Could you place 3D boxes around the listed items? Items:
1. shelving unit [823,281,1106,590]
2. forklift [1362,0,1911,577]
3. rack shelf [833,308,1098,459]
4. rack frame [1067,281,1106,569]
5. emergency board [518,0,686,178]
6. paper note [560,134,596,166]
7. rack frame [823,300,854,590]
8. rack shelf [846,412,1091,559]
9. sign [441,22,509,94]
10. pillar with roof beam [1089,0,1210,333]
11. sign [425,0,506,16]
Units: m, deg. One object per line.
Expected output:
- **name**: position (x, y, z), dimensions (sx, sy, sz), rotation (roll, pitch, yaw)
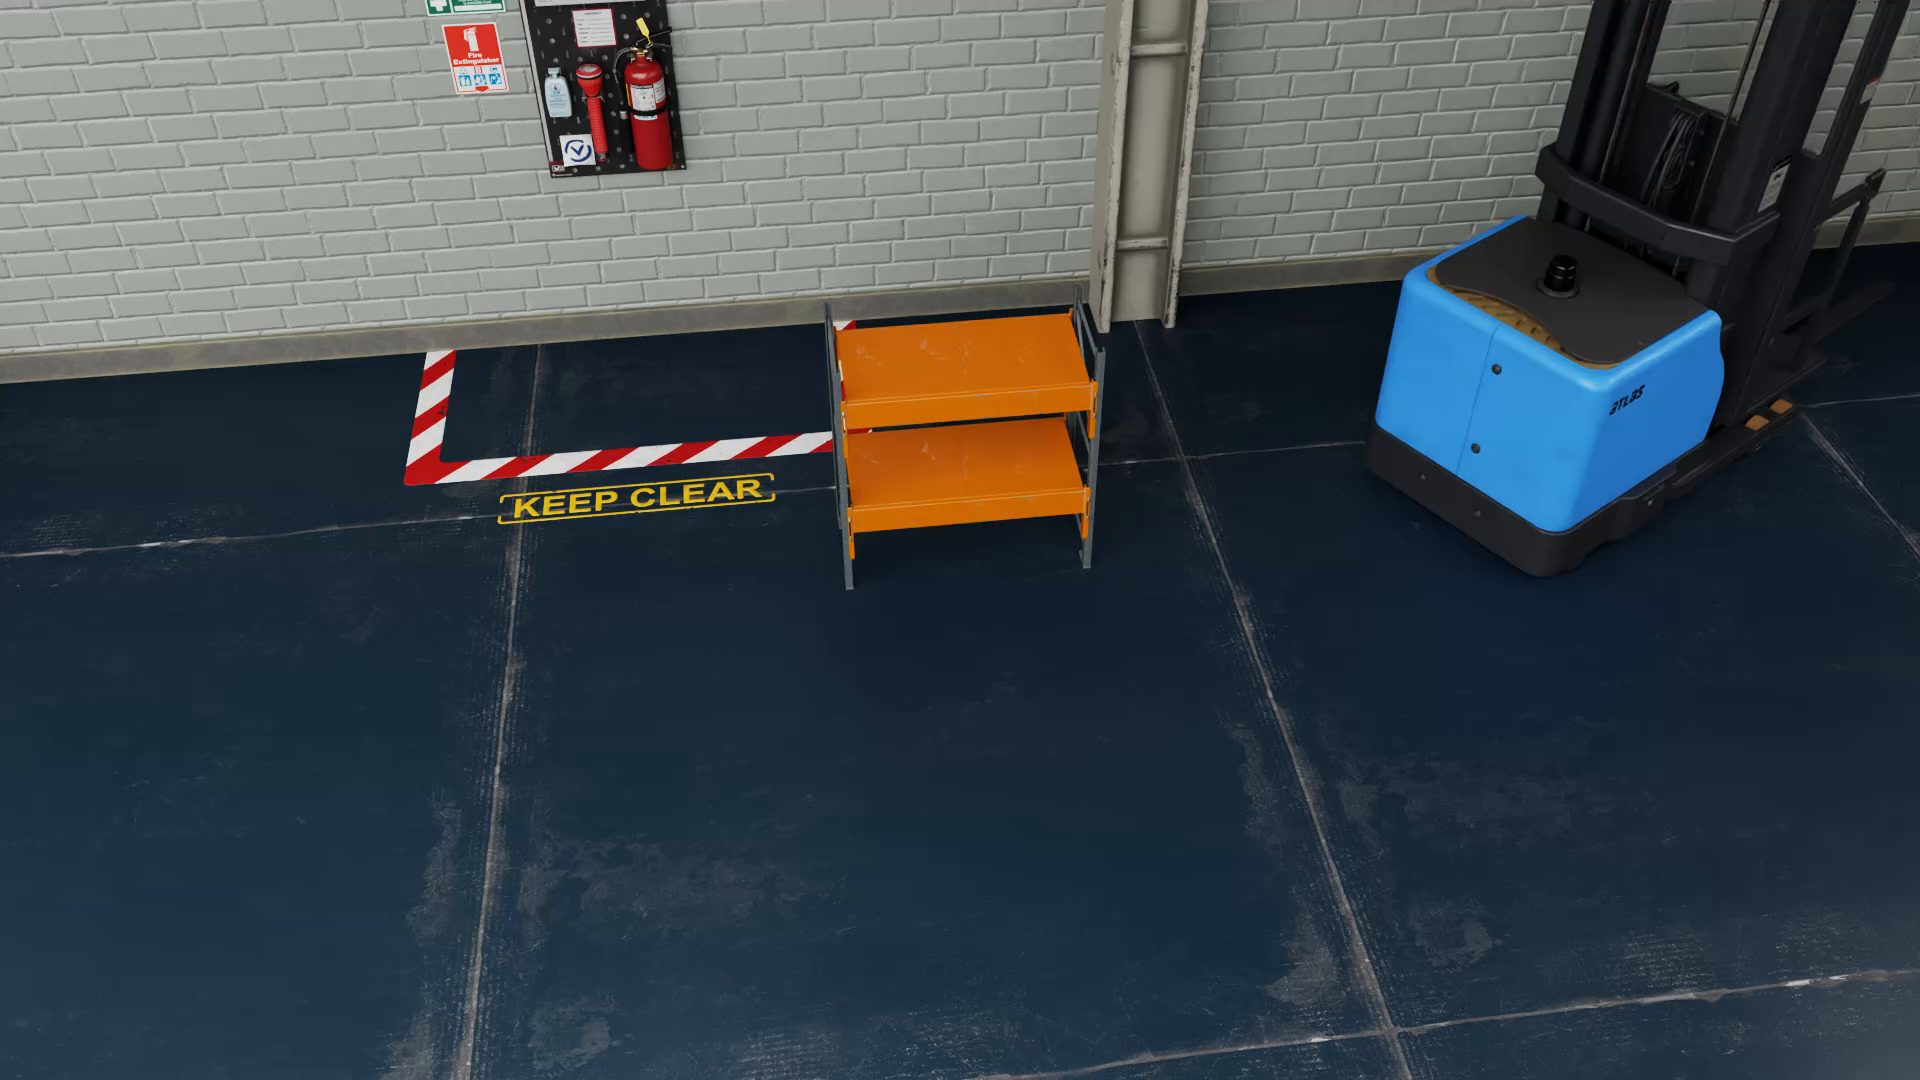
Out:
- **shelving unit**: position (0.007, -0.418, 6.874), dimensions (1.048, 1.125, 0.538), rotation (-5, 42, -6)
- **forklift**: position (3.297, -1.753, 7.005), dimensions (3.031, 2.935, 1.130), rotation (-28, 49, -27)
- **rack shelf**: position (0.007, -0.636, 6.678), dimensions (1.000, 0.278, 0.538), rotation (-5, 42, -6)
- **rack frame**: position (0.511, -0.462, 6.923), dimensions (0.032, 1.125, 0.500), rotation (-5, 42, -6)
- **emergency board**: position (-1.576, -2.091, 7.329), dimensions (0.643, 1.169, 0.194), rotation (-5, 42, -6)
- **paper note**: position (-1.761, -1.795, 7.658), dimensions (0.142, 0.148, 0.016), rotation (-5, 42, -6)
- **rack frame**: position (-0.497, -0.374, 6.825), dimensions (0.032, 1.125, 0.500), rotation (-5, 42, -6)
- **rack shelf**: position (0.007, -0.237, 7.038), dimensions (1.000, 0.278, 0.538), rotation (-5, 42, -6)
- **sign**: position (-2.138, -2.125, 7.340), dimensions (0.234, 0.329, 0.001), rotation (-5, 42, -6)
- **pillar with roof beam**: position (1.437, -1.649, 2.360), dimensions (0.400, 9.000, 9.100), rotation (-5, 42, -6)
- **sign**: position (-2.132, -2.316, 7.156), dimensions (0.331, 0.109, 0.001), rotation (-5, 42, -6)
